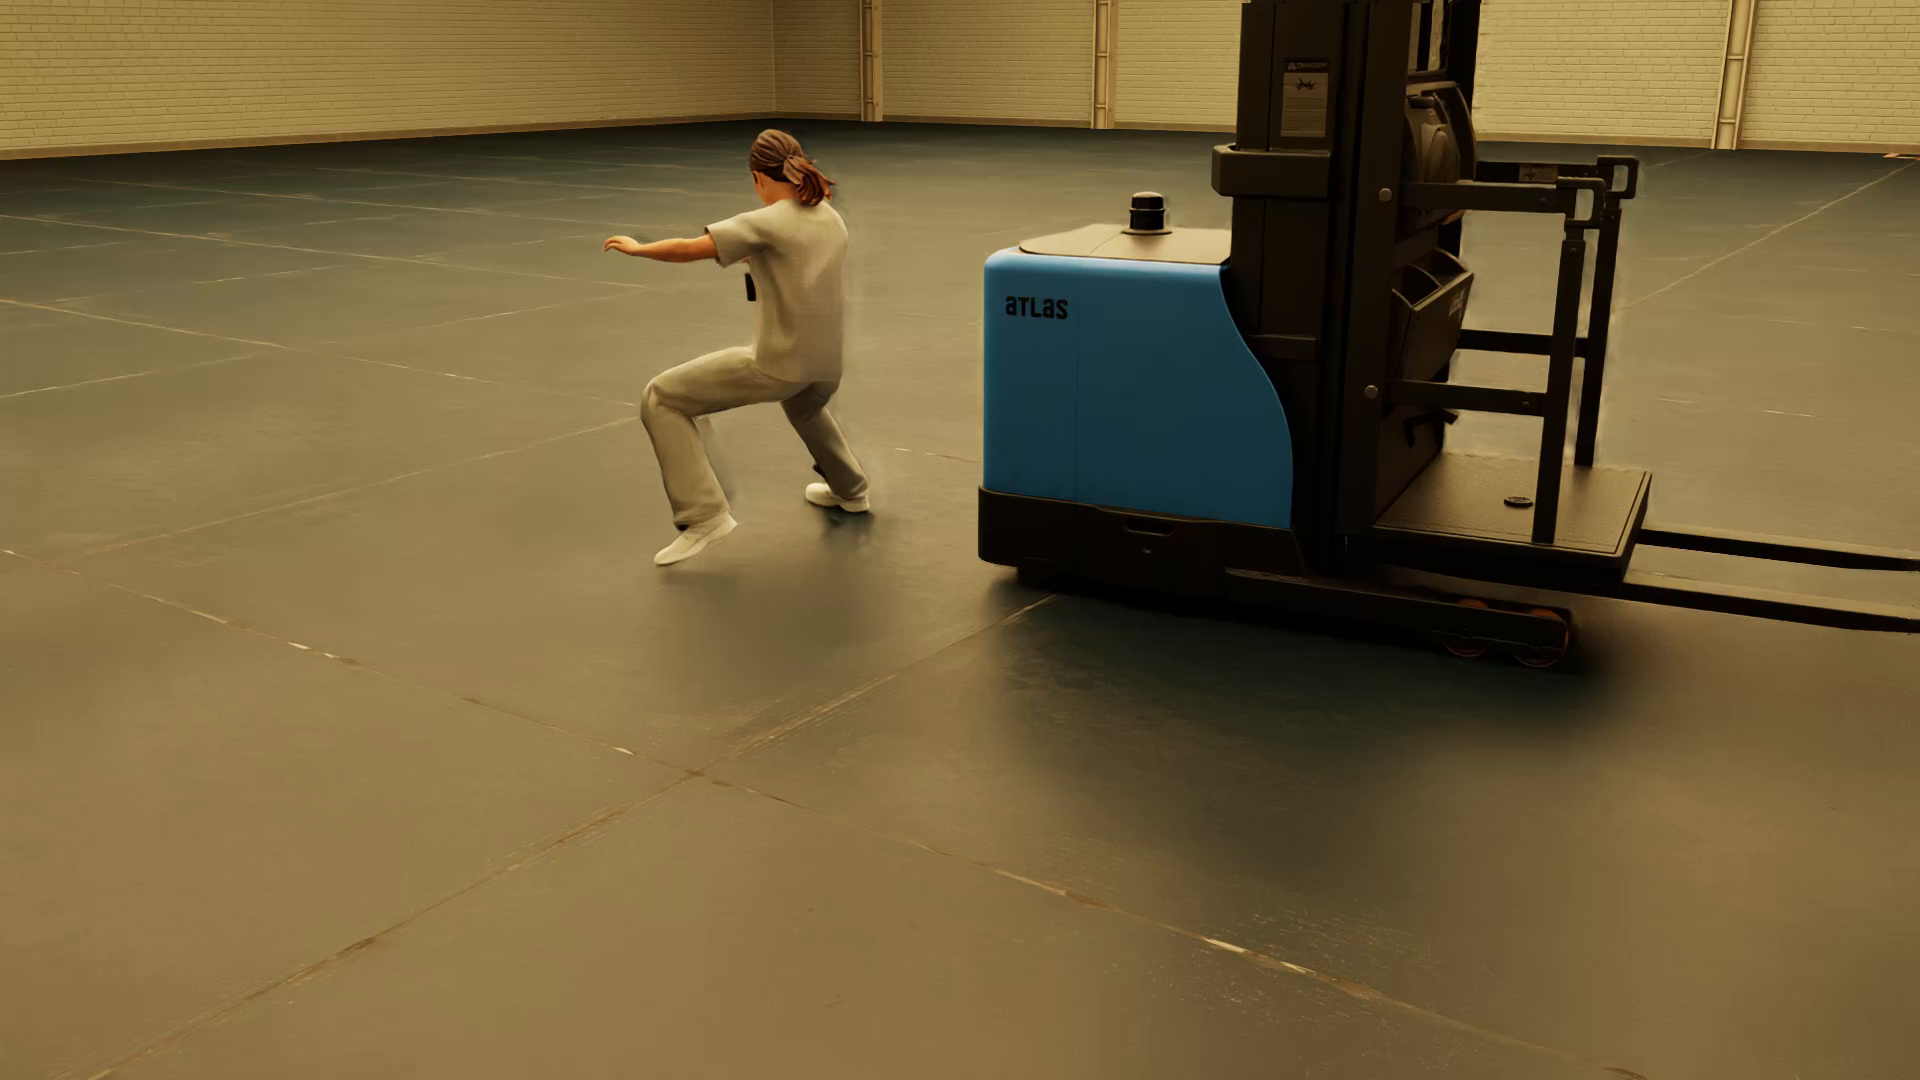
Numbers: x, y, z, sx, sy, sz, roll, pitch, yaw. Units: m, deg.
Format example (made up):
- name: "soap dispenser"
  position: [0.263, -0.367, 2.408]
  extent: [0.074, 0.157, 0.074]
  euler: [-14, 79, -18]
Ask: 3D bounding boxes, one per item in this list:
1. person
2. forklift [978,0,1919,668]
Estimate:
- name: "person"
  position: [-0.697, -0.691, 5.755]
  extent: [0.650, 1.426, 1.070]
  euler: [15, 23, 42]
- name: "forklift"
  position: [1.616, -1.214, 4.892]
  extent: [3.031, 2.935, 1.130]
  euler: [8, 18, 25]
